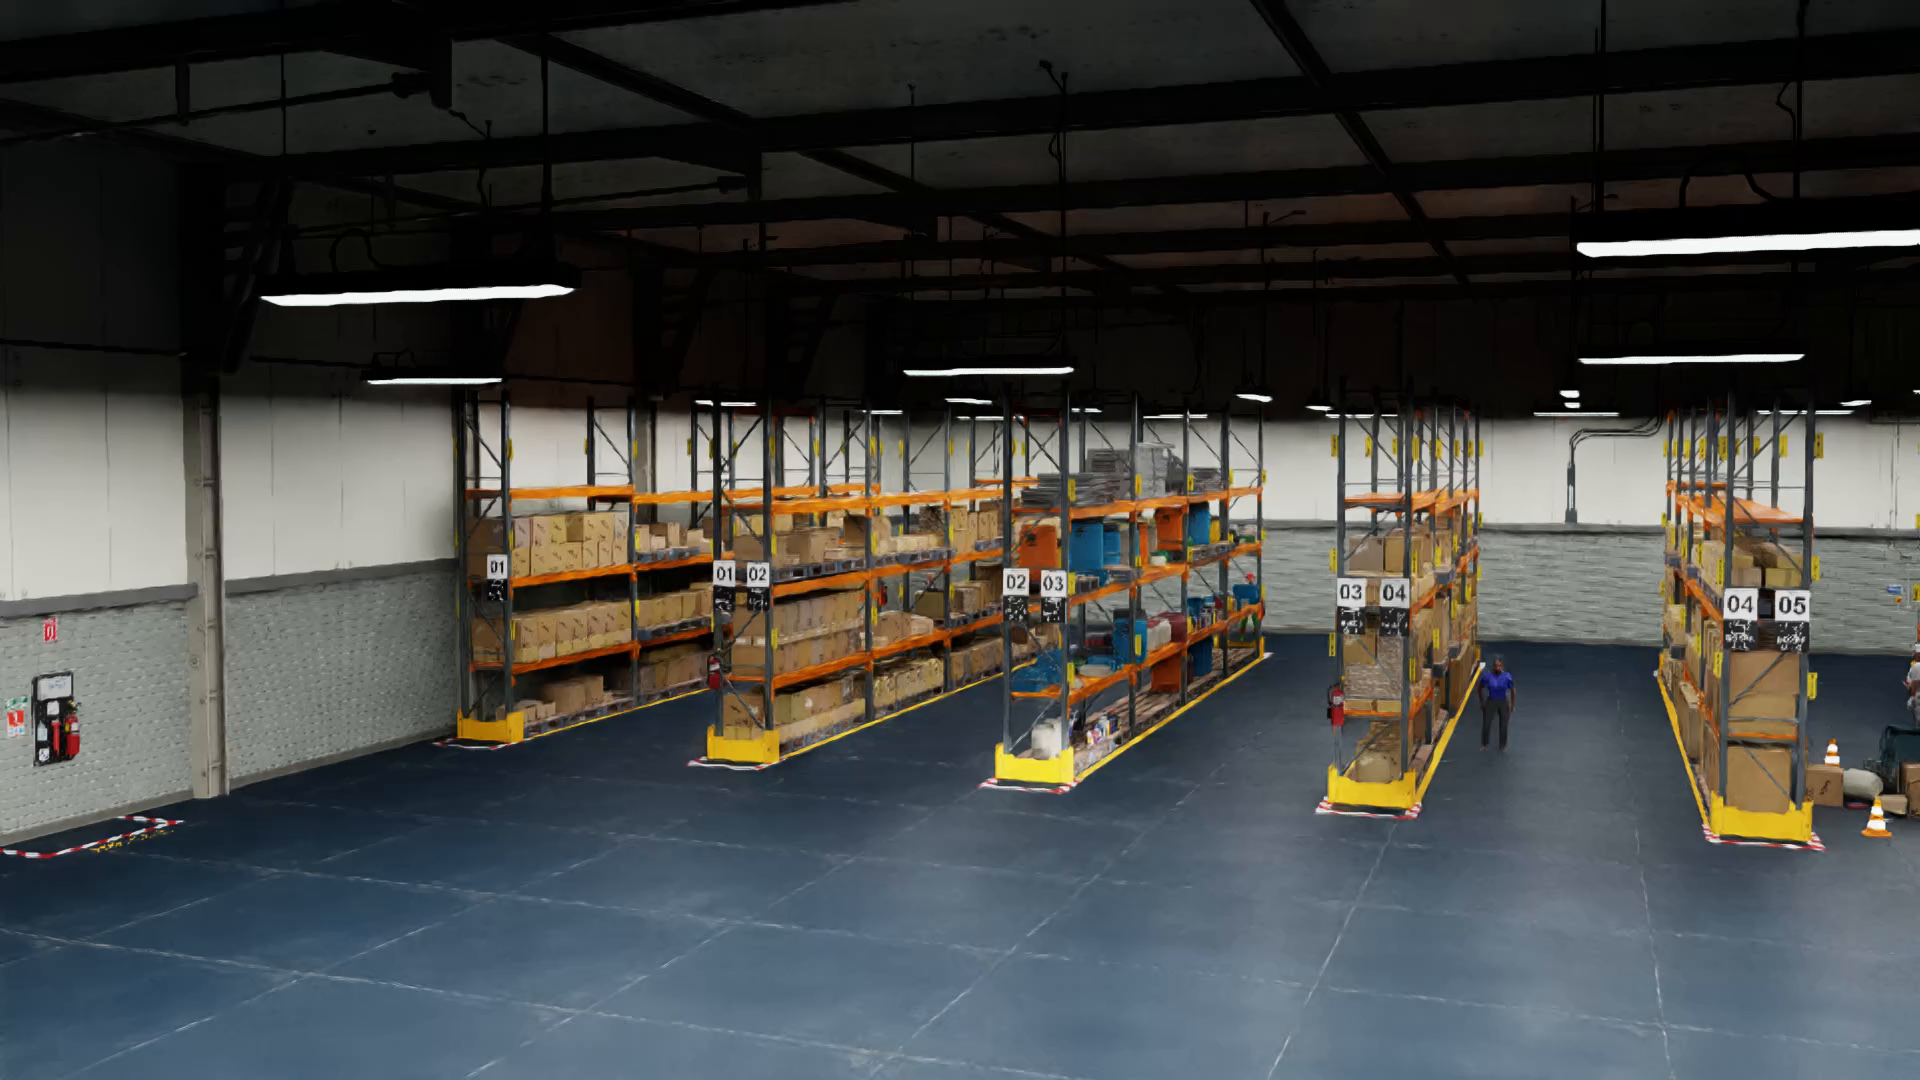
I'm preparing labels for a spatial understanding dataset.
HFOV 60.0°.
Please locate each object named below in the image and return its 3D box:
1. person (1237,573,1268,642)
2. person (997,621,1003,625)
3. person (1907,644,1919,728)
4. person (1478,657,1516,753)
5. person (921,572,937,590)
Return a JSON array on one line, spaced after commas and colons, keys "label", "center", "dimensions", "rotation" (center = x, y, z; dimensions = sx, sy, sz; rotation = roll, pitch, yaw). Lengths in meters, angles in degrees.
[{"label": "person", "center": [7.513, 1.736, 42.880], "dimensions": [0.722, 1.780, 0.567], "rotation": [-2, 4, -29]}, {"label": "person", "center": [1.328, 1.626, 46.449], "dimensions": [0.552, 1.653, 0.573], "rotation": [-1, 3, -17]}, {"label": "person", "center": [15.734, 2.590, 27.312], "dimensions": [0.668, 1.782, 0.589], "rotation": [-3, 4, -43]}, {"label": "person", "center": [8.809, 2.704, 27.304], "dimensions": [0.592, 1.603, 0.515], "rotation": [1, 3, 17]}, {"label": "person", "center": [-0.902, 1.708, 44.085], "dimensions": [0.698, 1.712, 0.471], "rotation": [-3, 4, -44]}]
